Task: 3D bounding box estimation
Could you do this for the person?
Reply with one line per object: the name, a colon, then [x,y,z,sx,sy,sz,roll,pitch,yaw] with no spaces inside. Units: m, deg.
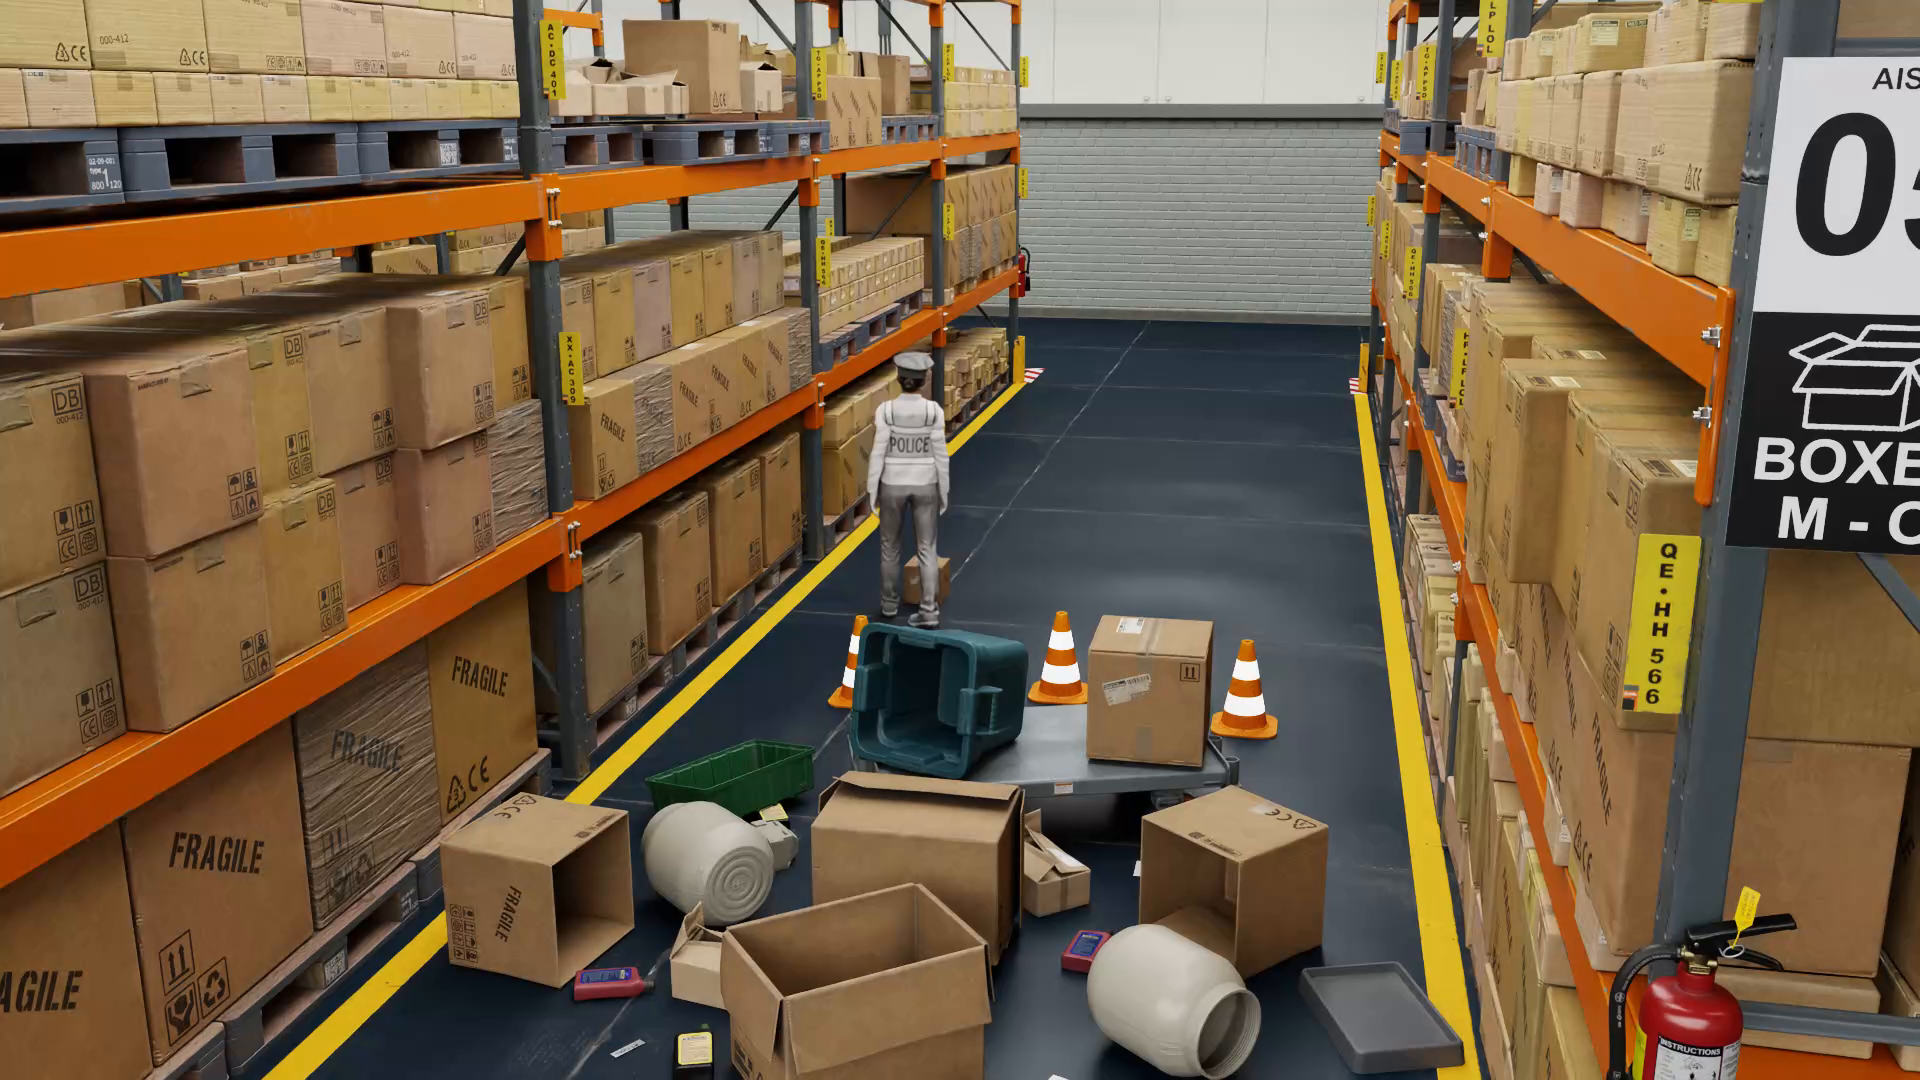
person: [-0.321,-0.314,10.170,0.507,1.674,0.636,-1,15,-5]
